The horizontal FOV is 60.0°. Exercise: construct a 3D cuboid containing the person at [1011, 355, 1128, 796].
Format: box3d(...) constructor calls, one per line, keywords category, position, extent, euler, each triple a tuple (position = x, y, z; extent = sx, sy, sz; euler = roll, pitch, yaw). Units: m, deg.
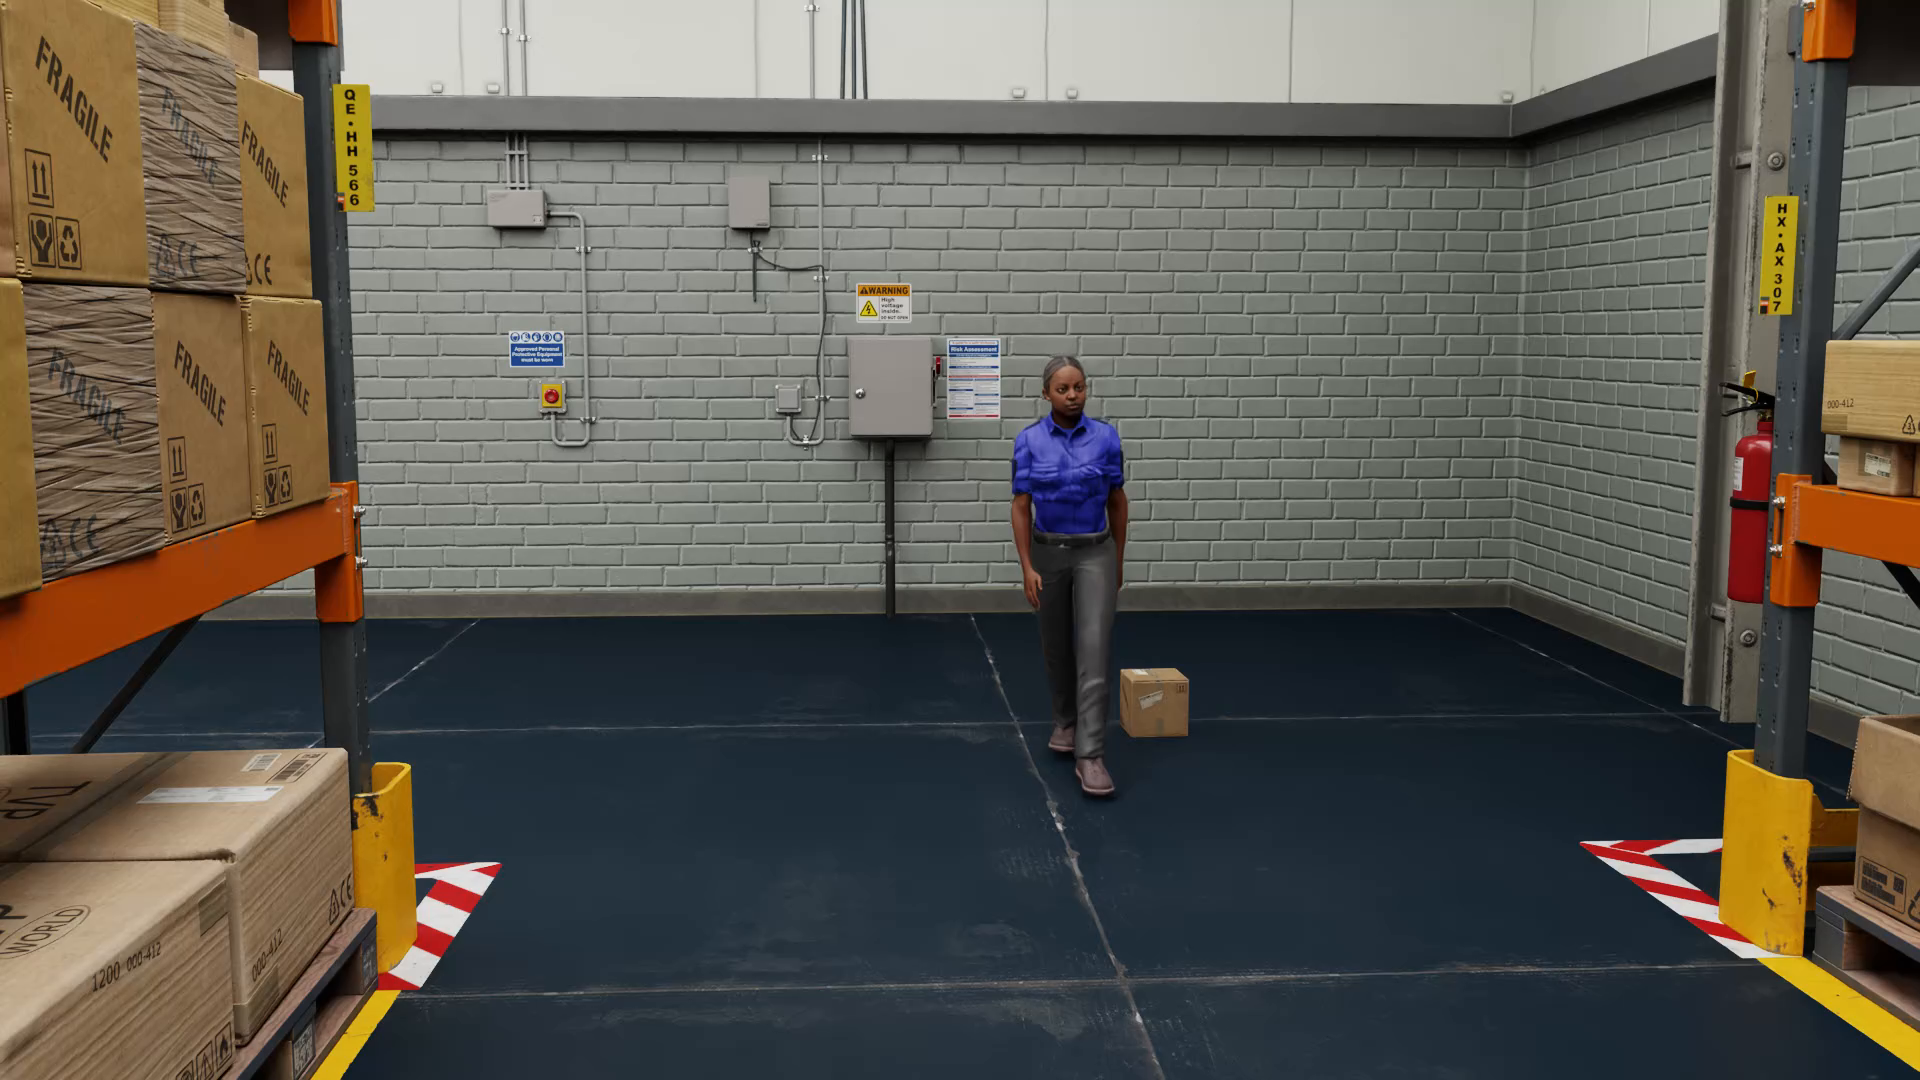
box3d(category="person", position=(0.418, 0.145, 6.460), extent=(0.444, 1.502, 0.908), euler=(1, 7, 9))
